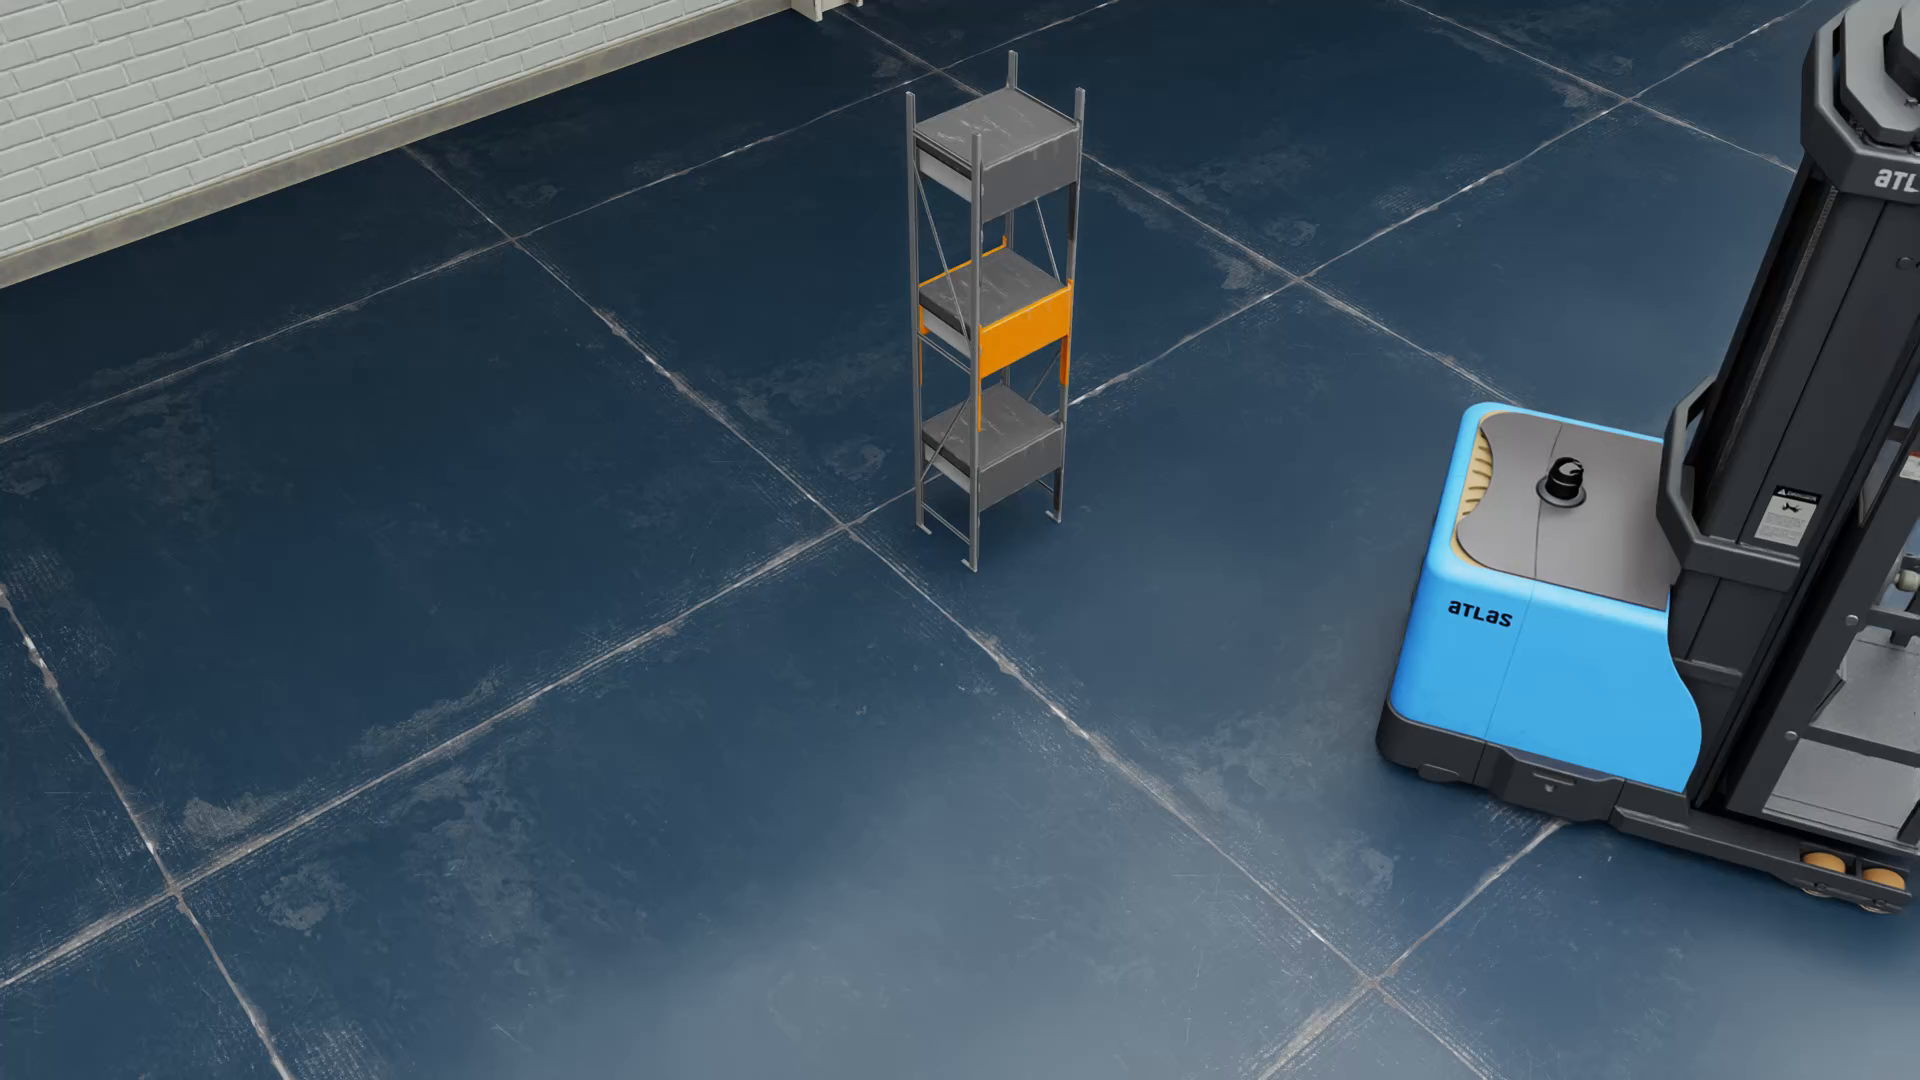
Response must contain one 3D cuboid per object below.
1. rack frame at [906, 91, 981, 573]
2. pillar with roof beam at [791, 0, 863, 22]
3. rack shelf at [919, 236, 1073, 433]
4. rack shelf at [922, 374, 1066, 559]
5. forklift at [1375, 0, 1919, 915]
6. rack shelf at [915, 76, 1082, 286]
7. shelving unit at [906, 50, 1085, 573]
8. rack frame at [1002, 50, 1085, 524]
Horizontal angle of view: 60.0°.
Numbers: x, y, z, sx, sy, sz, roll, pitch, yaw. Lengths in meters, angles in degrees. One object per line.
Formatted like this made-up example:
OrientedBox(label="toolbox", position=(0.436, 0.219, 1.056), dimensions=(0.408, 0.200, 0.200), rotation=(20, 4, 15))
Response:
OrientedBox(label="rack frame", position=(-0.060, -0.731, 6.548), dimensions=(0.015, 2.100, 0.400), rotation=(-30, 51, -28))
OrientedBox(label="pillar with roof beam", position=(1.868, -4.594, 5.621), dimensions=(0.400, 9.000, 9.100), rotation=(-30, 51, -28))
OrientedBox(label="rack shelf", position=(0.127, -0.828, 6.672), dimensions=(0.480, 0.518, 0.431), rotation=(-30, 51, -28))
OrientedBox(label="rack shelf", position=(0.127, -0.318, 7.151), dimensions=(0.480, 0.518, 0.431), rotation=(-30, 51, -28))
OrientedBox(label="forklift", position=(3.164, -0.161, 5.334), dimensions=(3.031, 2.935, 1.130), rotation=(15, 45, 15))
OrientedBox(label="rack shelf", position=(0.127, -1.338, 6.192), dimensions=(0.480, 0.518, 0.431), rotation=(-30, 51, -28))
OrientedBox(label="shelving unit", position=(0.127, -0.838, 6.662), dimensions=(0.503, 2.100, 0.431), rotation=(-30, 51, -28))
OrientedBox(label="rack frame", position=(0.314, -0.945, 6.776), dimensions=(0.015, 2.100, 0.400), rotation=(-30, 51, -28))
